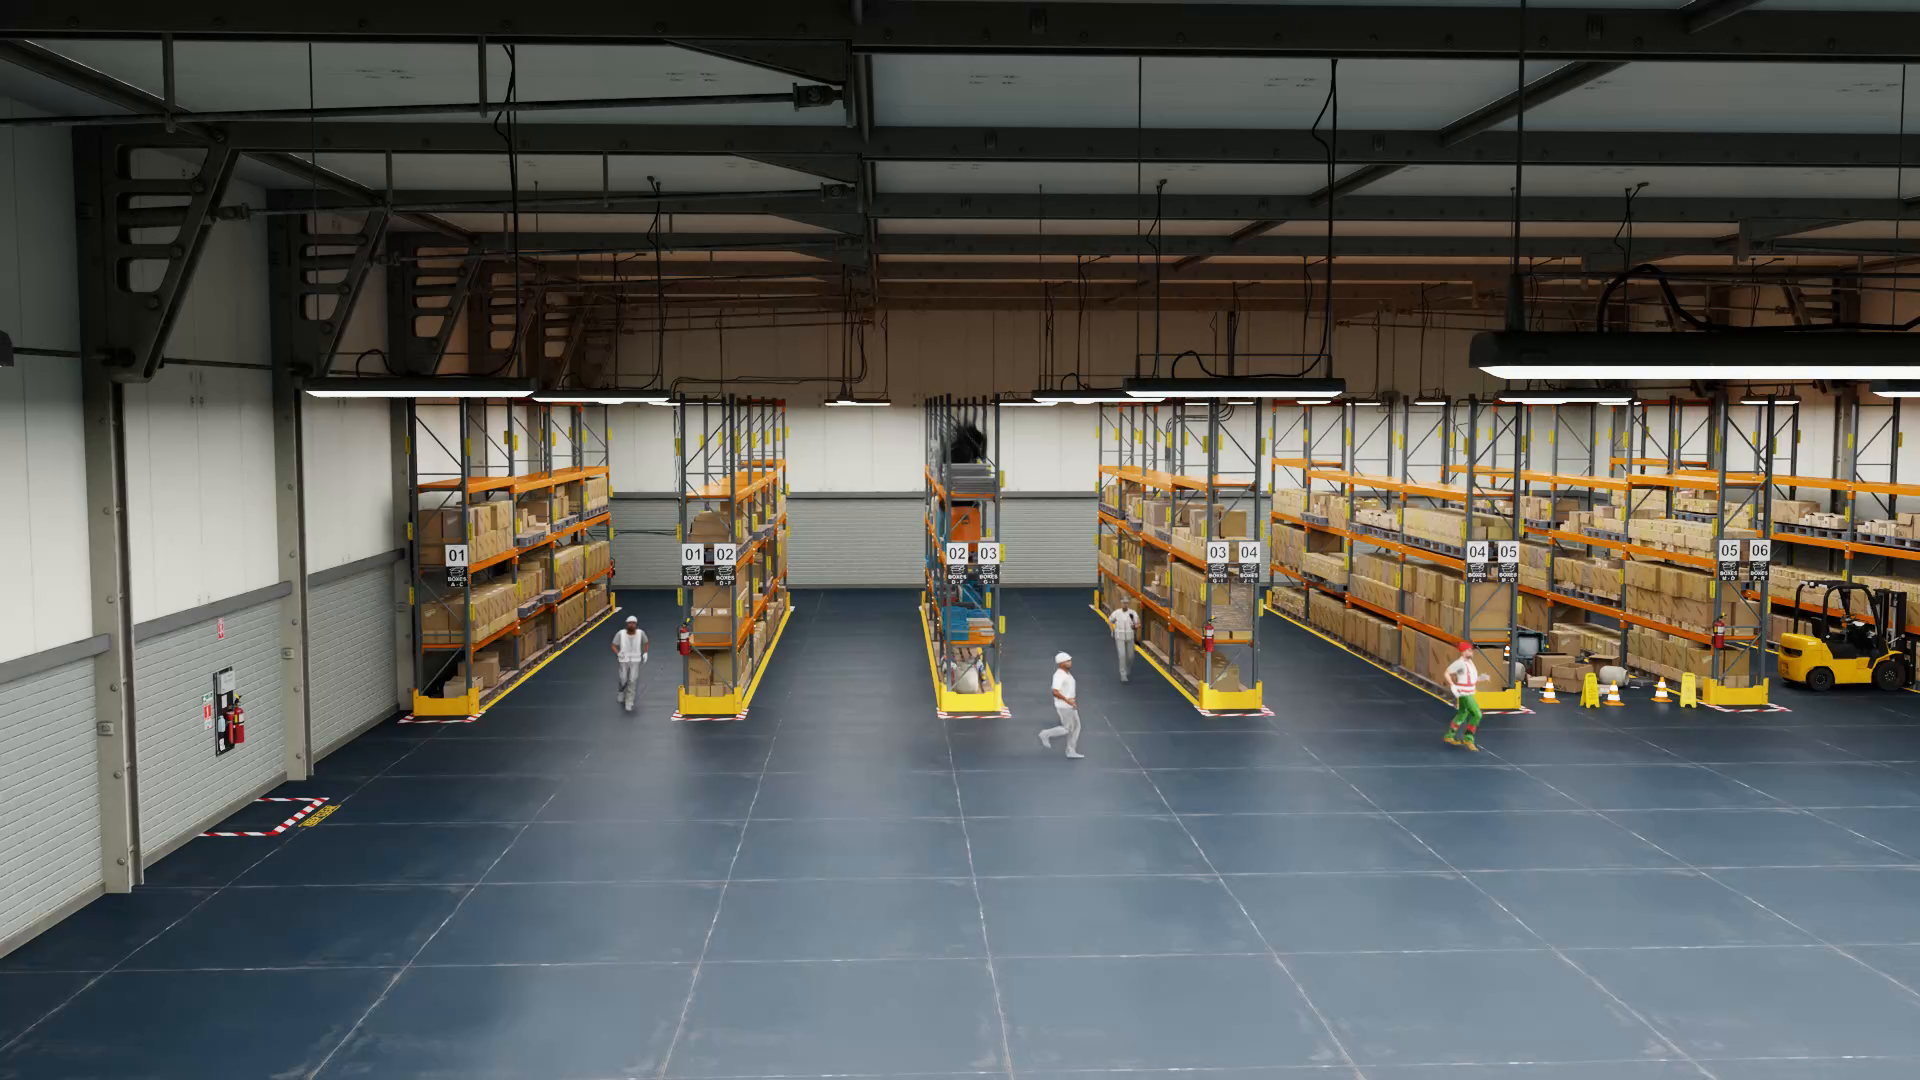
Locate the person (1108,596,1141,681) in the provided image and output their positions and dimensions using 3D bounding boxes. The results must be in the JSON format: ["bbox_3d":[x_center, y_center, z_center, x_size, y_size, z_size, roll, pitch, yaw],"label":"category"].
[{"bbox_3d":[3.483,2.058,35.124,0.673,1.755,0.923,0,5,-3],"label":"person"}]

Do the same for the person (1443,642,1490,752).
[{"bbox_3d":[8.487,2.625,27.892,0.763,1.831,0.649,3,5,32],"label":"person"}]

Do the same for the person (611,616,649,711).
[{"bbox_3d":[-6.310,2.334,31.861,0.718,1.779,0.821,-1,5,-16],"label":"person"}]

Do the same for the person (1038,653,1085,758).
[{"bbox_3d":[1.682,2.709,27.269,0.758,1.738,0.699,1,5,16],"label":"person"}]
